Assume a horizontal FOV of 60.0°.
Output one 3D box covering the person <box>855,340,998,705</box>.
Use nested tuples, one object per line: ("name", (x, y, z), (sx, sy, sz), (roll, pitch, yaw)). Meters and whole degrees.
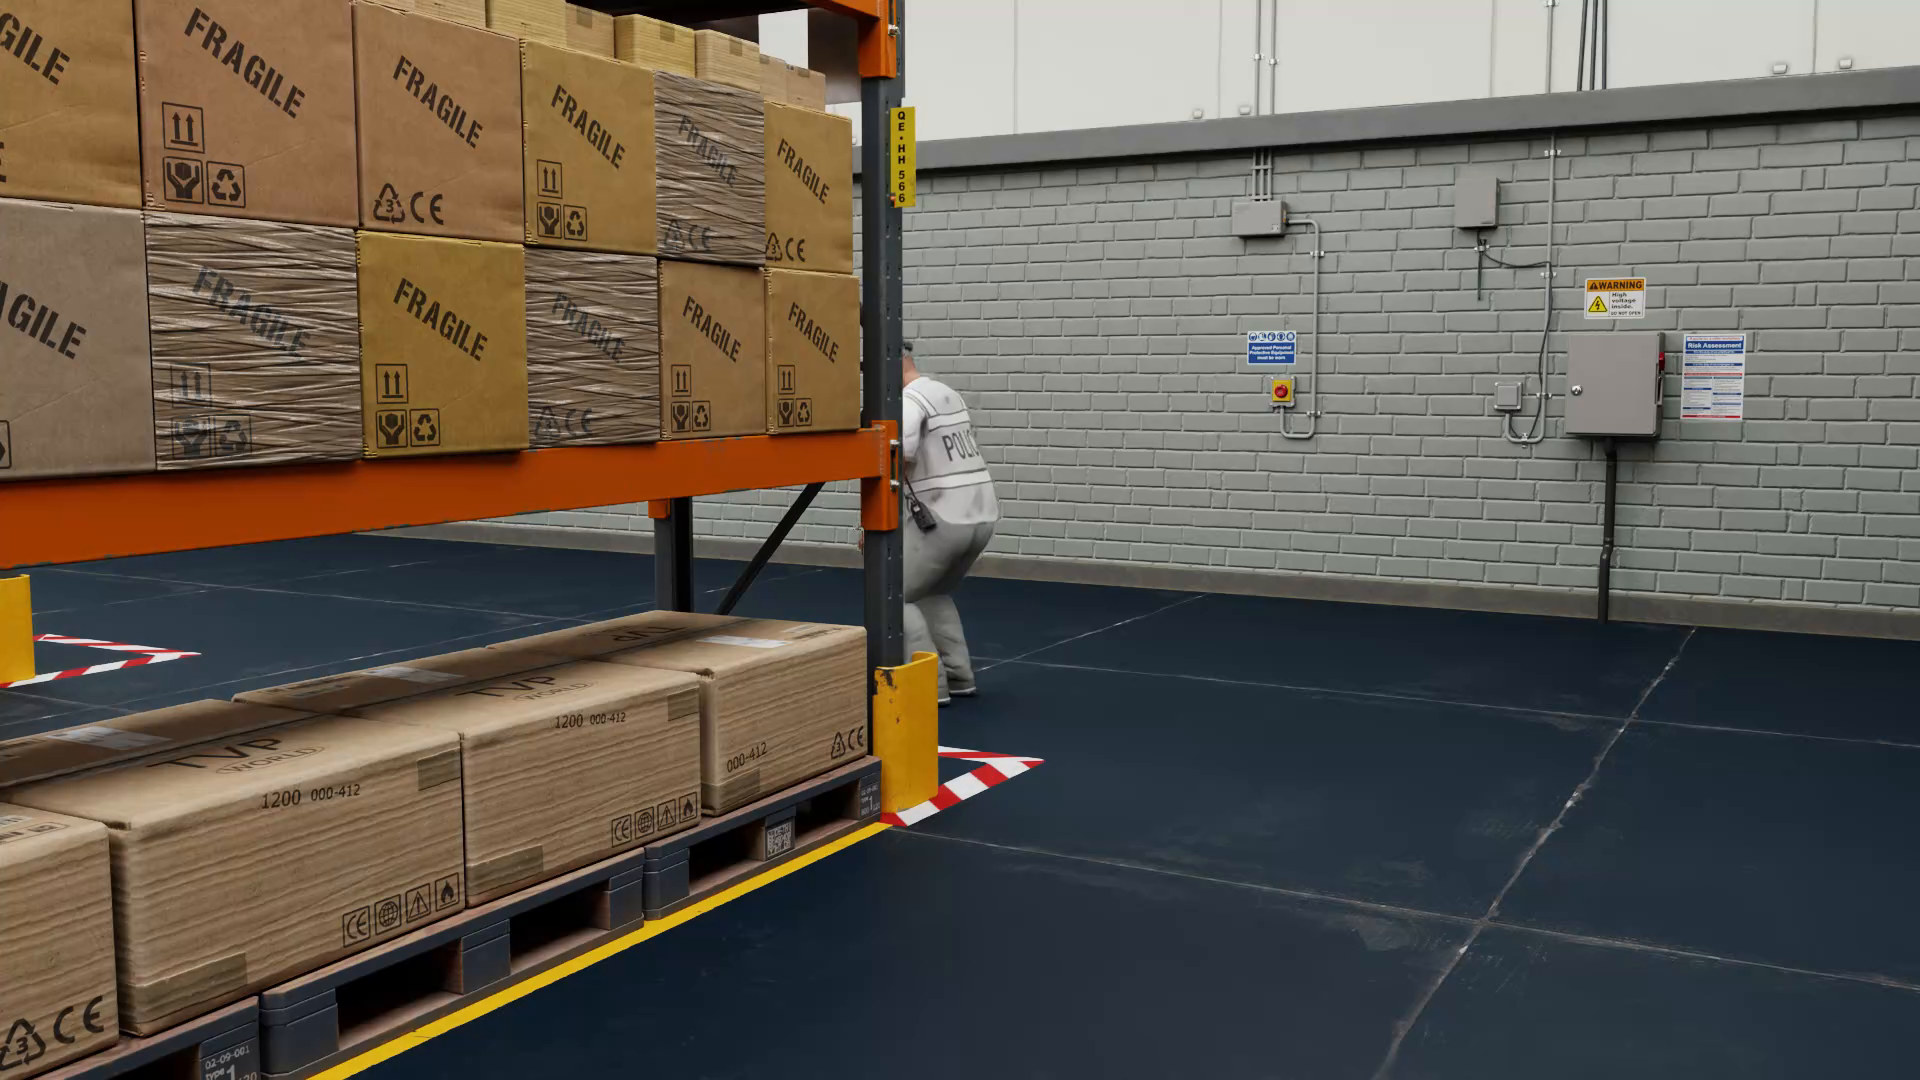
("person", (-0.160, -0.075, 7.491), (0.609, 1.629, 0.575), (3, 7, 30))
